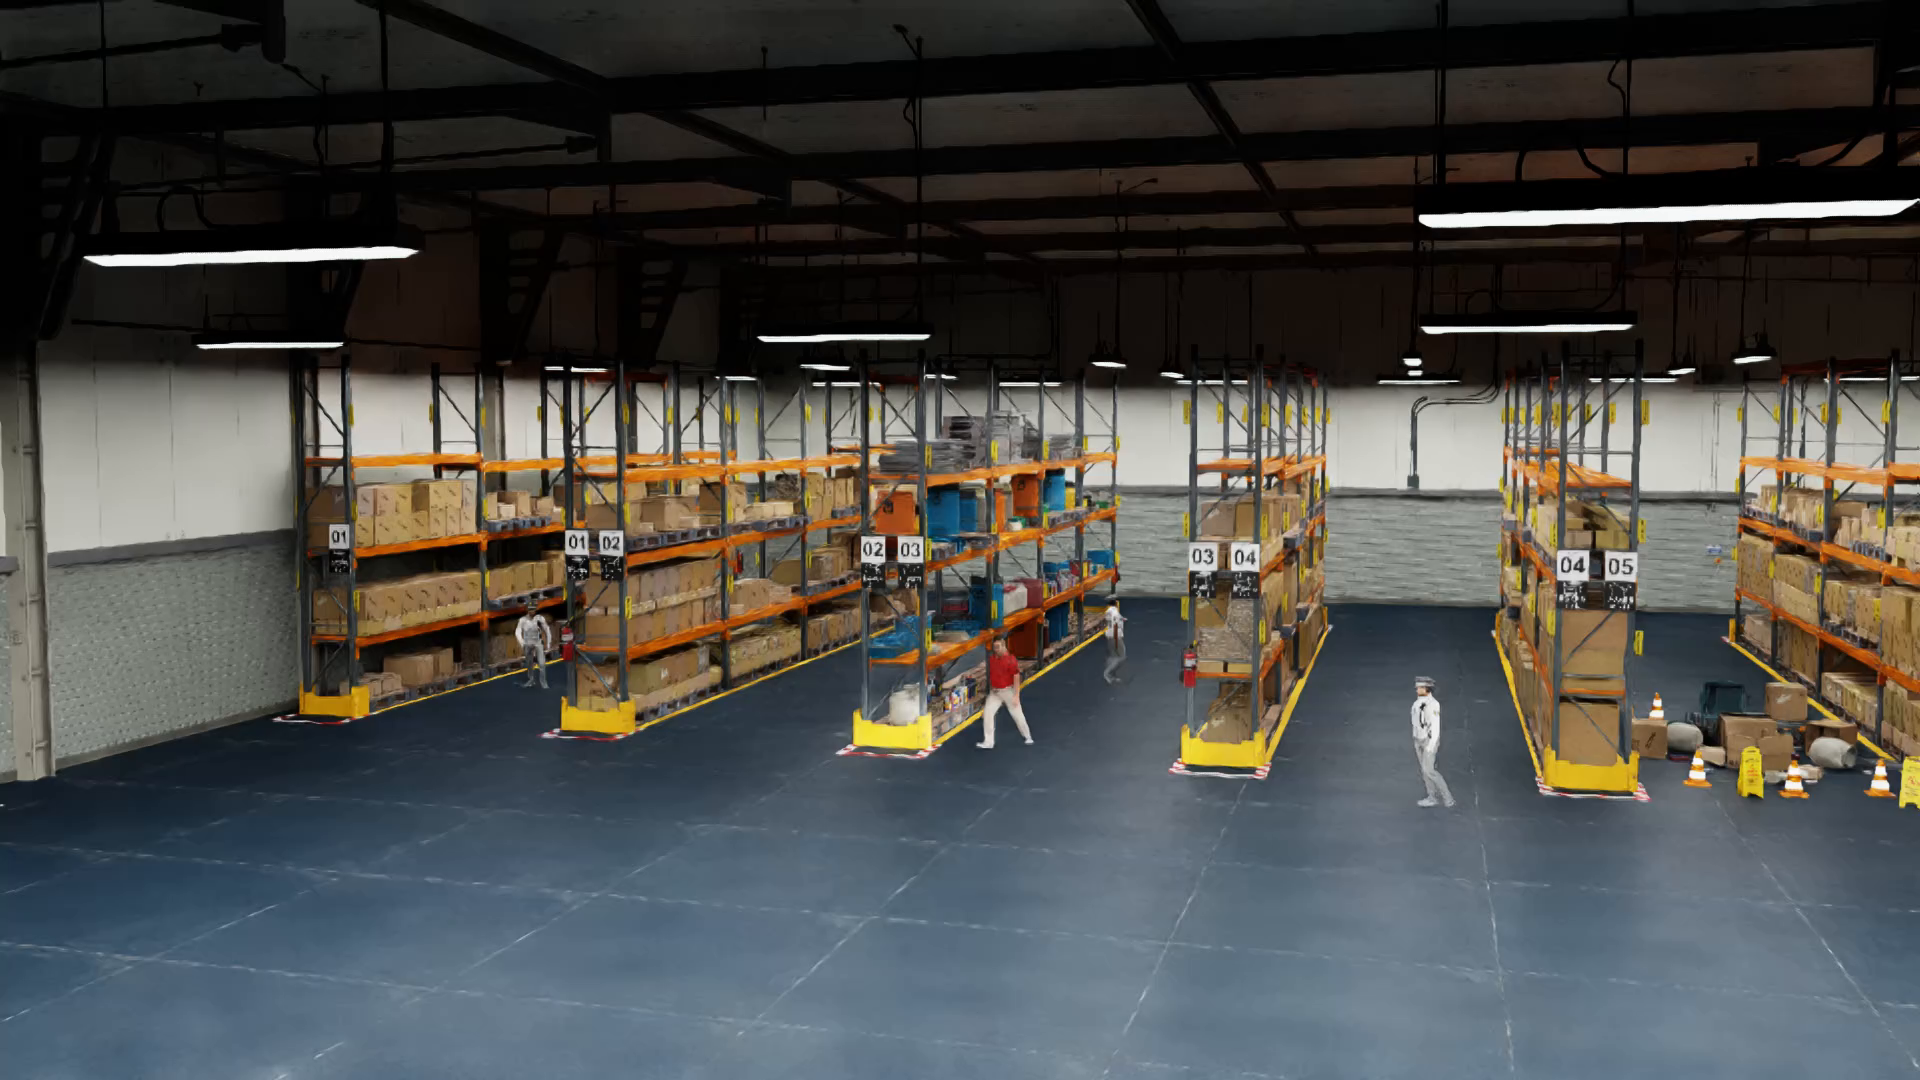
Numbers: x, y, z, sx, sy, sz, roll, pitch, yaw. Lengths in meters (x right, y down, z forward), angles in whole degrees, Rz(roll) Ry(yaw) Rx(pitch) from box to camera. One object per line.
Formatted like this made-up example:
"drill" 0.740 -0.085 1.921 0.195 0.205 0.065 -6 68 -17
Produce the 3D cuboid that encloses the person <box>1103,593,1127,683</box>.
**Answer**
"person" 2.849 1.842 31.011 0.423 1.674 0.507 -1 4 -11

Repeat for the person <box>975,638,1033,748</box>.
"person" 0.686 2.290 25.065 0.584 1.660 0.978 3 5 36

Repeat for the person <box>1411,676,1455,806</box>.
"person" 6.022 2.573 21.231 0.459 1.659 0.638 -1 4 -16

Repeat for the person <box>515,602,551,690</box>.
"person" -7.771 1.914 30.376 0.643 1.612 0.794 0 4 -2
